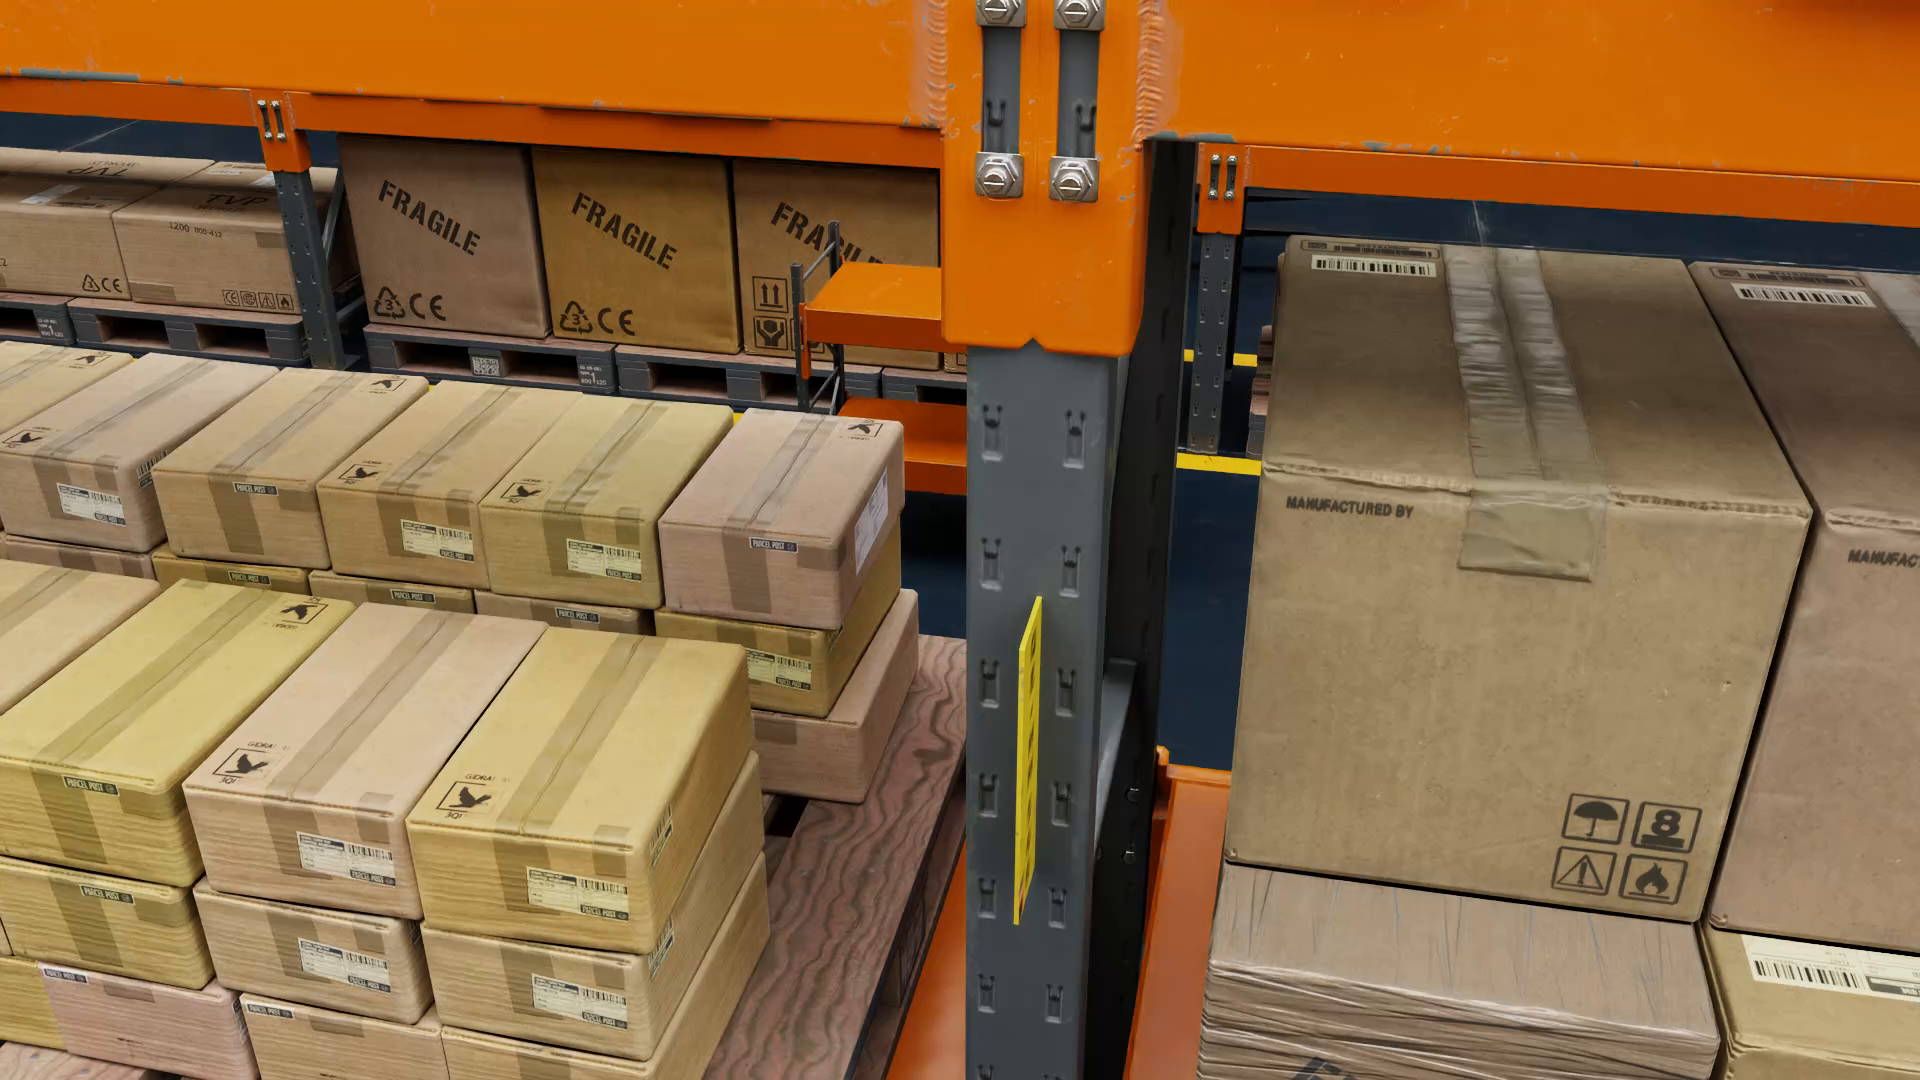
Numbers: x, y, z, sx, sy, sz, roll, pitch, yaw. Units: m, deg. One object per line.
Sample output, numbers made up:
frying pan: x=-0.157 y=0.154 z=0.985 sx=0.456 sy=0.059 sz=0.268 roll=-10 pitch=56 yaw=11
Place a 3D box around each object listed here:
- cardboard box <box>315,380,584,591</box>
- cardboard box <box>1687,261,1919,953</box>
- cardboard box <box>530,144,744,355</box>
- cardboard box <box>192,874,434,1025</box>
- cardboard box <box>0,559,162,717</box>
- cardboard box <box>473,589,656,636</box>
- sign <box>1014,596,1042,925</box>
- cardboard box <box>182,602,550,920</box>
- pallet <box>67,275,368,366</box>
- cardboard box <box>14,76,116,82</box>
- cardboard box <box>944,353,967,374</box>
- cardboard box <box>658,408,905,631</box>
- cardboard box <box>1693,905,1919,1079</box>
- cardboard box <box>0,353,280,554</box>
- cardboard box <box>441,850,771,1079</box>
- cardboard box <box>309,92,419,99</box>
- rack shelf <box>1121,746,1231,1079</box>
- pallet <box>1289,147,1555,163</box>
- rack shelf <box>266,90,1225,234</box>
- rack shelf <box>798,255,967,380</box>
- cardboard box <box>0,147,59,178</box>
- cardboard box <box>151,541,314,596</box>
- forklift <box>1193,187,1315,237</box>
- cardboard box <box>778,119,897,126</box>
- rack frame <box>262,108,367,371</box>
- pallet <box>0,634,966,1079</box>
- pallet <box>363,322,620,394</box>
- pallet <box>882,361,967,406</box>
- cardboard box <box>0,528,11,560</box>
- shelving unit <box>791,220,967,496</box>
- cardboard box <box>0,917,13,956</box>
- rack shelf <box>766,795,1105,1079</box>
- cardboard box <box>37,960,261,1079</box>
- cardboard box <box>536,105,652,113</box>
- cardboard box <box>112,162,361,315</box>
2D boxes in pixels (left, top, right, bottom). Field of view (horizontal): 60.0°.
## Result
cardboard box: x=-0.744 y=-0.091 z=2.498 sx=0.250 sy=0.149 sz=0.380 roll=6 pitch=29 yaw=10
cardboard box: x=1.102 y=0.051 z=1.888 sx=0.500 sy=0.500 sz=0.700 roll=5 pitch=29 yaw=10
cardboard box: x=-1.299 y=-1.443 z=7.538 sx=0.875 sy=0.875 sz=0.875 roll=7 pitch=29 yaw=12
cardboard box: x=-0.670 y=0.367 z=1.970 sx=0.250 sy=0.149 sz=0.380 roll=7 pitch=29 yaw=12
cardboard box: x=-1.168 y=0.187 z=1.989 sx=0.250 sy=0.149 sz=0.380 roll=7 pitch=29 yaw=12
cardboard box: x=-0.527 y=0.060 z=2.531 sx=0.250 sy=0.149 sz=0.380 roll=7 pitch=30 yaw=13
sign: x=0.066 y=0.216 z=1.608 sx=0.005 sy=0.325 sz=0.100 roll=6 pitch=29 yaw=11
cardboard box: x=-0.650 y=0.238 z=1.896 sx=0.250 sy=0.149 sz=0.380 roll=6 pitch=29 yaw=10
pallet: x=-3.534 y=-1.192 z=8.208 sx=1.213 sy=0.211 sz=1.003 roll=6 pitch=29 yaw=11
cardboard box: x=-3.818 y=-2.322 z=7.263 sx=0.500 sy=0.500 sz=0.500 roll=5 pitch=29 yaw=9
cardboard box: x=0.447 y=-1.262 z=7.206 sx=0.875 sy=0.875 sz=0.875 roll=6 pitch=29 yaw=10
cardboard box: x=-0.246 y=-0.039 z=2.403 sx=0.250 sy=0.149 sz=0.380 roll=6 pitch=29 yaw=11
cardboard box: x=1.050 y=0.611 z=1.906 sx=0.500 sy=0.500 sz=0.500 roll=6 pitch=29 yaw=10
cardboard box: x=-1.268 y=-0.144 z=2.595 sx=0.250 sy=0.149 sz=0.380 roll=7 pitch=30 yaw=13
cardboard box: x=-0.408 y=0.526 z=1.990 sx=0.250 sy=0.149 sz=0.380 roll=6 pitch=29 yaw=11
cardboard box: x=-2.432 y=-2.069 z=7.061 sx=0.500 sy=0.250 sz=0.500 roll=5 pitch=29 yaw=9
rack shelf: x=2.126 y=0.950 z=2.141 sx=4.000 sy=0.370 sz=1.077 roll=6 pitch=29 yaw=11
pallet: x=1.824 y=-1.796 z=6.606 sx=1.003 sy=0.211 sz=1.213 roll=6 pitch=29 yaw=11
rack shelf: x=-0.851 y=-1.786 z=7.138 sx=4.000 sy=0.370 sz=1.077 roll=6 pitch=29 yaw=11
rack shelf: x=-0.007 y=-0.751 z=5.841 sx=1.000 sy=0.278 sz=0.538 roll=6 pitch=29 yaw=11
cardboard box: x=-5.156 y=-1.657 z=8.384 sx=0.875 sy=0.438 sz=0.875 roll=7 pitch=29 yaw=12
cardboard box: x=-1.035 y=0.010 z=2.623 sx=0.250 sy=0.149 sz=0.380 roll=6 pitch=29 yaw=11
forklift: x=0.420 y=-2.975 z=8.631 sx=3.031 sy=2.935 sz=1.130 roll=4 pitch=29 yaw=7
cardboard box: x=-0.436 y=-1.866 z=6.691 sx=0.500 sy=0.250 sz=0.500 roll=6 pitch=29 yaw=10
rack frame: x=-2.807 y=-2.302 z=7.332 sx=0.127 sy=3.000 sz=1.000 roll=6 pitch=29 yaw=11
pallet: x=-0.549 y=0.496 z=2.420 sx=1.003 sy=0.211 sz=1.213 roll=6 pitch=29 yaw=11
pallet: x=-2.037 y=-1.037 z=7.925 sx=1.213 sy=0.211 sz=1.003 roll=6 pitch=29 yaw=11
pallet: x=0.350 y=-0.793 z=7.478 sx=1.213 sy=0.211 sz=1.003 roll=6 pitch=29 yaw=11
cardboard box: x=-1.520 y=-0.042 z=2.718 sx=0.250 sy=0.149 sz=0.380 roll=6 pitch=29 yaw=10
shelving unit: x=-0.007 y=-0.494 z=5.981 sx=1.048 sy=1.125 sz=0.538 roll=6 pitch=29 yaw=11
cardboard box: x=-1.172 y=0.317 z=2.062 sx=0.250 sy=0.149 sz=0.380 roll=6 pitch=29 yaw=11
rack shelf: x=-1.786 y=0.549 z=2.874 sx=4.000 sy=0.370 sz=1.077 roll=6 pitch=29 yaw=11
cardboard box: x=-0.903 y=0.475 z=2.084 sx=0.250 sy=0.149 sz=0.380 roll=6 pitch=29 yaw=11
cardboard box: x=-1.428 y=-1.958 z=6.860 sx=0.500 sy=0.250 sz=0.500 roll=6 pitch=29 yaw=10
cardboard box: x=-3.399 y=-1.476 z=8.053 sx=0.875 sy=0.438 sz=0.875 roll=5 pitch=29 yaw=10
